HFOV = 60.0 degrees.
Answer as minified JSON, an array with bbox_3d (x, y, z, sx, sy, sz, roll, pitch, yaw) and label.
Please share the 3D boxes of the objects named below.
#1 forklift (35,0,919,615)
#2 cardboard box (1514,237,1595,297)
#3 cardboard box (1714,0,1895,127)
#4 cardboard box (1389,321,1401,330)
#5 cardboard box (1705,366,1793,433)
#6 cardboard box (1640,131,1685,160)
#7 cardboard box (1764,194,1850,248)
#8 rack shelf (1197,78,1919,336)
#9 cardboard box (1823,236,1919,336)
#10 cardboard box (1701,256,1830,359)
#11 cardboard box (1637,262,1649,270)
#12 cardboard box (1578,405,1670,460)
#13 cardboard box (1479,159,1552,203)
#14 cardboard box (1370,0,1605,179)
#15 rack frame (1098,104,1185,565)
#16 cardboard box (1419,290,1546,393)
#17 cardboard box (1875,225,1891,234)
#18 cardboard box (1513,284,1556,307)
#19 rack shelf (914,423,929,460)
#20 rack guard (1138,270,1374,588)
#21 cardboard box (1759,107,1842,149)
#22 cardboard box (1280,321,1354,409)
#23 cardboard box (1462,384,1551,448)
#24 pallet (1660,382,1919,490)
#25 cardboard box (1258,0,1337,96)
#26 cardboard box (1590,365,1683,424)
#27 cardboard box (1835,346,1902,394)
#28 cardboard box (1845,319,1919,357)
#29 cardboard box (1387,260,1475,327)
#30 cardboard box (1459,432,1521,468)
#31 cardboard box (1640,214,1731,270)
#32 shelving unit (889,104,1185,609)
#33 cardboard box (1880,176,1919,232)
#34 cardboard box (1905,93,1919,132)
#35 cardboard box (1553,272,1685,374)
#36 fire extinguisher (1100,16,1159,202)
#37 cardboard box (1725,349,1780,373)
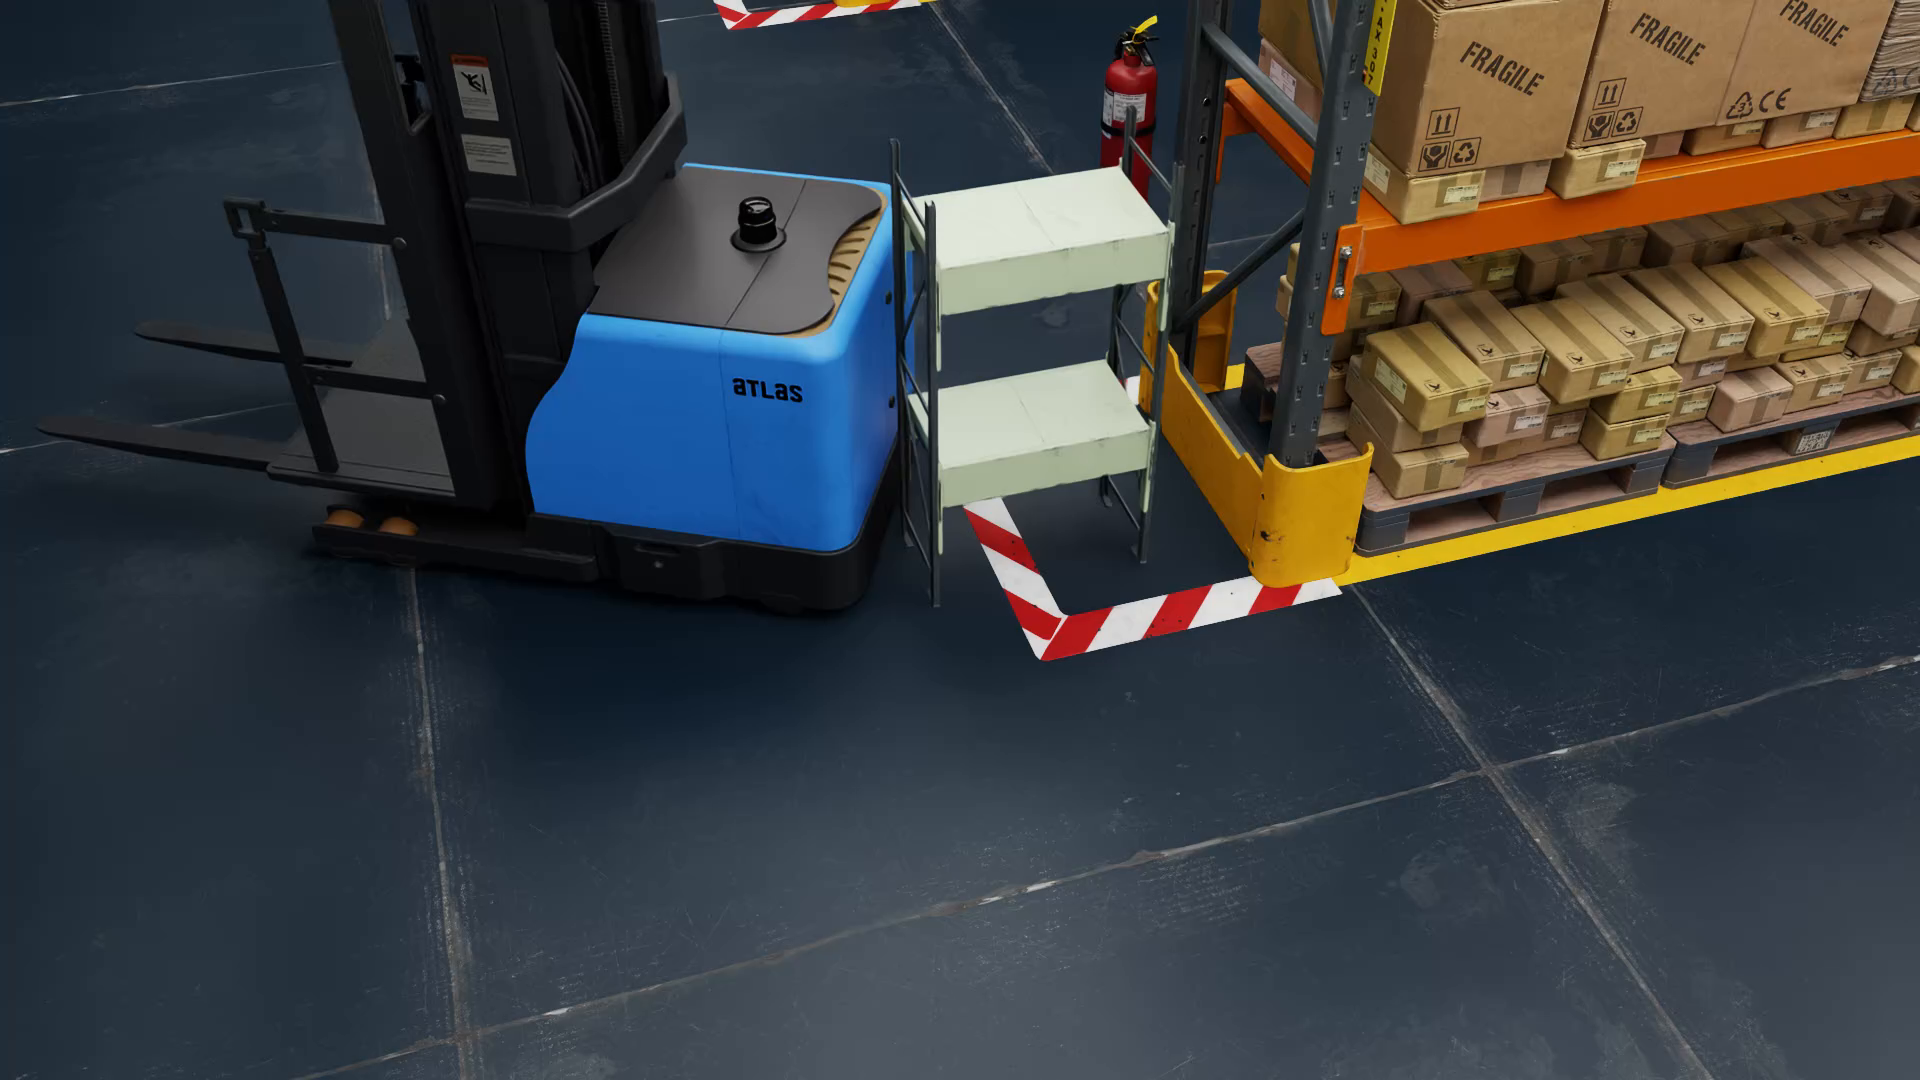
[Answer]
[{"bbox_3d":[-1.715,-1.324,5.086,3.031,2.867,1.129,8,42,9],"label":"forklift"},{"bbox_3d":[2.092,-1.071,6.091,0.250,0.149,0.380,-13,43,-15],"label":"cardboard box"},{"bbox_3d":[2.417,-1.618,5.020,0.500,0.500,0.500,-11,42,-12],"label":"cardboard box"},{"bbox_3d":[1.615,-0.840,6.054,0.250,0.149,0.380,-13,43,-14],"label":"cardboard box"},{"bbox_3d":[2.742,-0.573,5.974,0.250,0.149,0.380,-14,43,-15],"label":"cardboard box"},{"bbox_3d":[2.048,-1.339,5.194,0.250,0.149,0.380,-10,42,-11],"label":"cardboard box"},{"bbox_3d":[3.105,-1.235,6.279,0.250,0.149,0.380,-13,43,-15],"label":"cardboard box"},{"bbox_3d":[2.839,-1.467,5.696,4.000,0.370,1.077,-12,42,-13],"label":"rack shelf"},{"bbox_3d":[3.264,-0.904,5.901,0.250,0.149,0.380,-13,43,-15],"label":"cardboard box"},{"bbox_3d":[2.783,-0.814,5.797,0.250,0.149,0.380,-11,42,-12],"label":"cardboard box"},{"bbox_3d":[2.584,-1.076,6.323,0.250,0.149,0.380,-10,42,-11],"label":"cardboard box"},{"bbox_3d":[2.264,-0.468,5.854,0.250,0.149,0.380,-11,42,-13],"label":"cardboard box"},{"bbox_3d":[1.569,-1.183,5.015,0.250,0.149,0.380,-10,42,-12],"label":"cardboard box"},{"bbox_3d":[1.443,-1.408,4.779,0.500,0.500,0.500,-10,42,-11],"label":"cardboard box"},{"bbox_3d":[0.565,-0.608,5.306,0.023,1.500,0.400,-12,42,-13],"label":"rack frame"},{"bbox_3d":[1.760,-0.672,5.634,0.250,0.149,0.380,-11,42,-12],"label":"cardboard box"},{"bbox_3d":[3.610,-1.230,6.500,0.250,0.149,0.380,-14,43,-15],"label":"cardboard box"},{"bbox_3d":[2.132,-0.915,6.139,0.250,0.149,0.380,-12,43,-14],"label":"cardboard box"},{"bbox_3d":[0.215,-0.345,5.392,0.664,0.071,0.332,-12,42,-13],"label":"rack shelf"},{"bbox_3d":[1.004,-0.416,5.846,0.348,0.500,1.175,-12,42,-13],"label":"rack guard"},{"bbox_3d":[2.558,-1.409,5.273,0.250,0.149,0.380,-12,43,-14],"label":"cardboard box"},{"bbox_3d":[1.371,-0.662,6.076,0.250,0.149,0.380,-11,42,-12],"label":"cardboard box"},{"bbox_3d":[1.786,-0.500,5.664,0.250,0.149,0.380,-12,43,-13],"label":"cardboard box"},{"bbox_3d":[2.951,-0.685,6.373,1.213,0.211,1.003,-12,42,-13],"label":"pallet"},{"bbox_3d":[1.283,-1.743,5.163,0.500,0.500,0.500,-11,42,-12],"label":"cardboard box"},{"bbox_3d":[2.271,-0.587,5.763,0.250,0.149,0.380,-10,42,-12],"label":"cardboard box"},{"bbox_3d":[3.219,-0.712,6.133,0.250,0.149,0.380,-11,42,-12],"label":"cardboard box"},{"bbox_3d":[3.270,-0.852,6.067,0.250,0.149,0.380,-14,43,-15],"label":"cardboard box"},{"bbox_3d":[1.617,-0.928,5.928,0.250,0.149,0.380,-11,42,-12],"label":"cardboard box"},{"bbox_3d":[1.752,-0.433,5.813,0.250,0.149,0.380,-12,43,-13],"label":"cardboard box"},{"bbox_3d":[2.616,-1.141,6.172,0.250,0.149,0.380,-13,43,-14],"label":"cardboard box"},{"bbox_3d":[0.215,-0.536,5.224,0.755,1.500,0.431,-12,42,-13],"label":"shelving unit"},{"bbox_3d":[3.607,-1.340,6.399,0.250,0.149,0.380,-13,43,-14],"label":"cardboard box"},{"bbox_3d":[3.075,-1.481,5.356,0.250,0.149,0.380,-11,42,-12],"label":"cardboard box"},{"bbox_3d":[2.251,-0.742,5.715,0.250,0.149,0.380,-14,43,-15],"label":"cardboard box"},{"bbox_3d":[0.553,-1.413,5.430,0.183,0.674,0.296,-12,42,-13],"label":"fire extinguisher"},{"bbox_3d":[2.741,-0.778,5.983,0.250,0.149,0.380,-10,42,-11],"label":"cardboard box"}]
